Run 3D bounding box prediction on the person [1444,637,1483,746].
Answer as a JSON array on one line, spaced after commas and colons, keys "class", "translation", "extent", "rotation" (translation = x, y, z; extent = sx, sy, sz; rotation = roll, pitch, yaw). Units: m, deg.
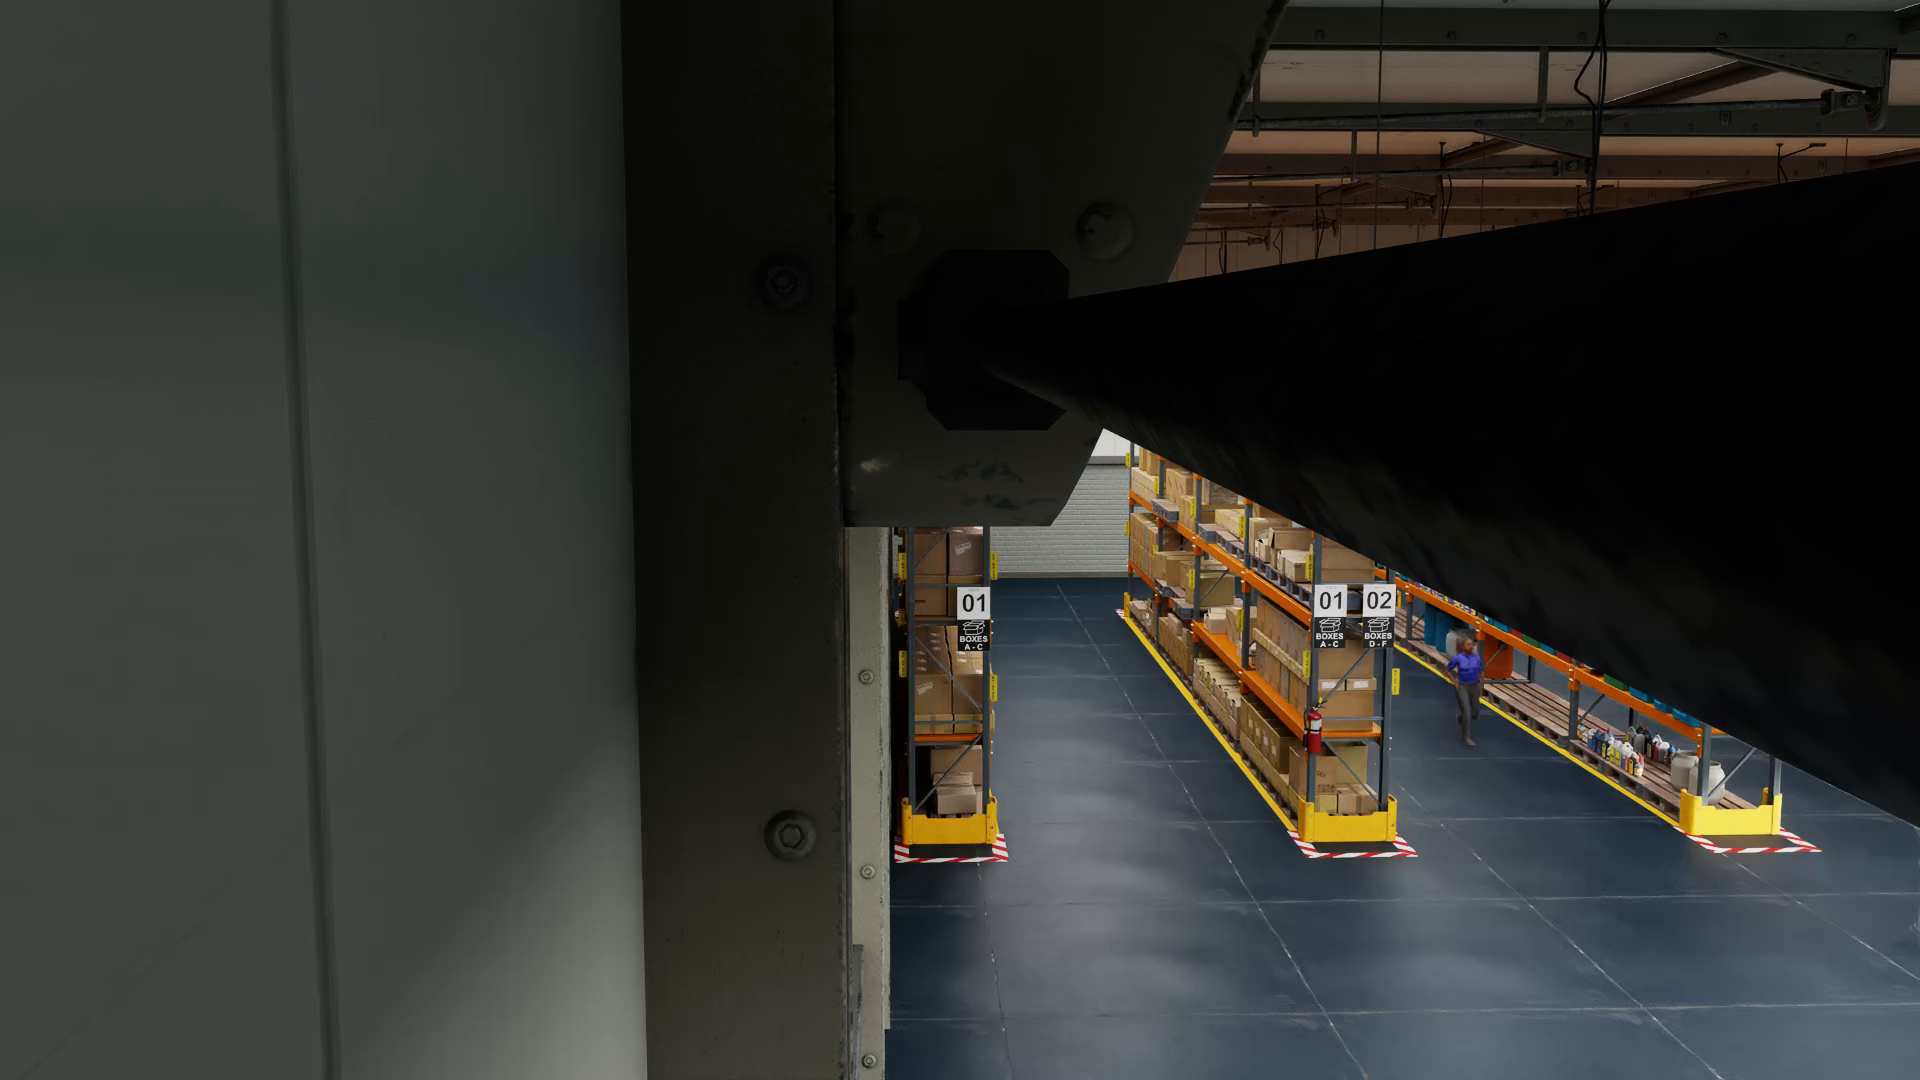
[{"class": "person", "translation": [7.707, 2.286, 25.383], "extent": [0.584, 1.613, 0.749], "rotation": [-1, 7, -9]}]
